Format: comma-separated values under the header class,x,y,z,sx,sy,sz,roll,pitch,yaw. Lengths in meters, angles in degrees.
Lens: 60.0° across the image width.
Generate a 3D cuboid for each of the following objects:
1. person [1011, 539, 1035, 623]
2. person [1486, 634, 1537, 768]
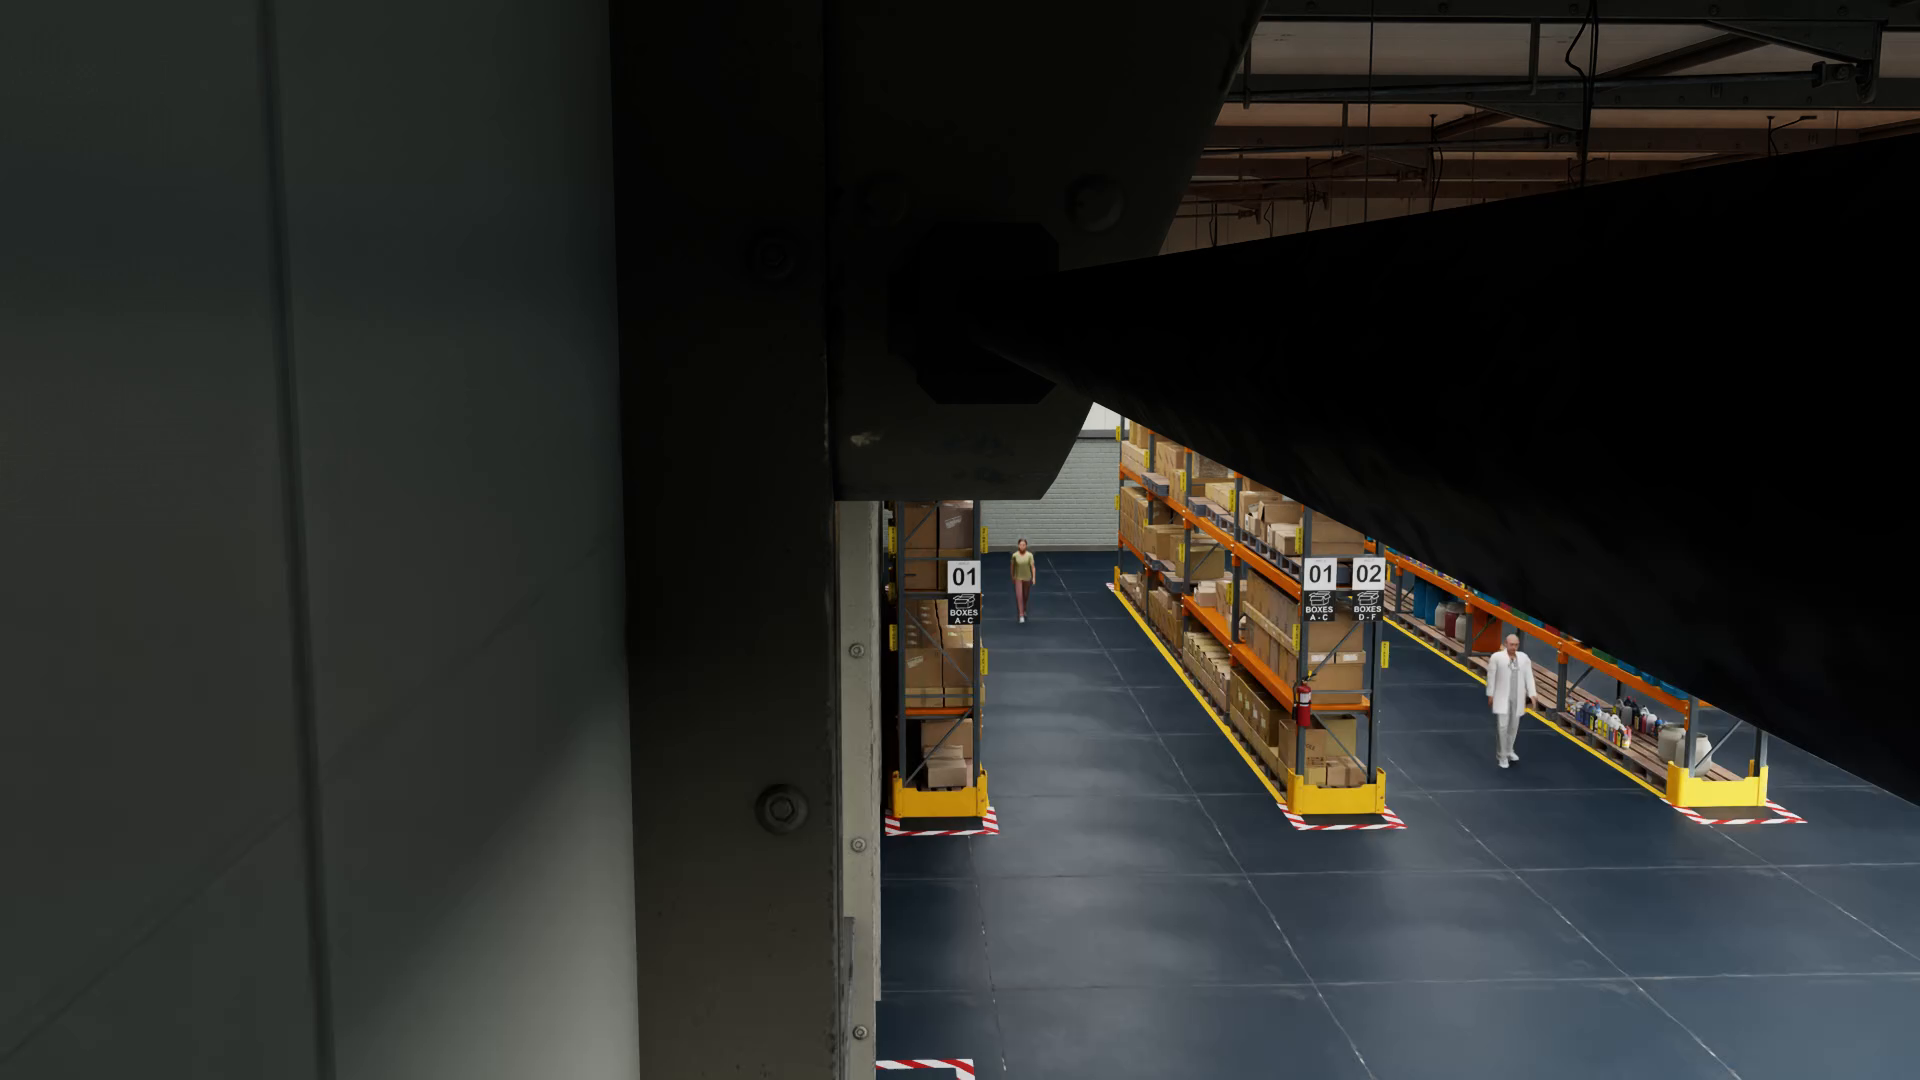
class,x,y,z,sx,sy,sz,roll,pitch,yaw
person,1.254,0.779,32.960,0.474,1.610,1.058,-1,8,-5
person,7.565,2.207,22.818,0.629,1.854,0.587,0,8,-1
